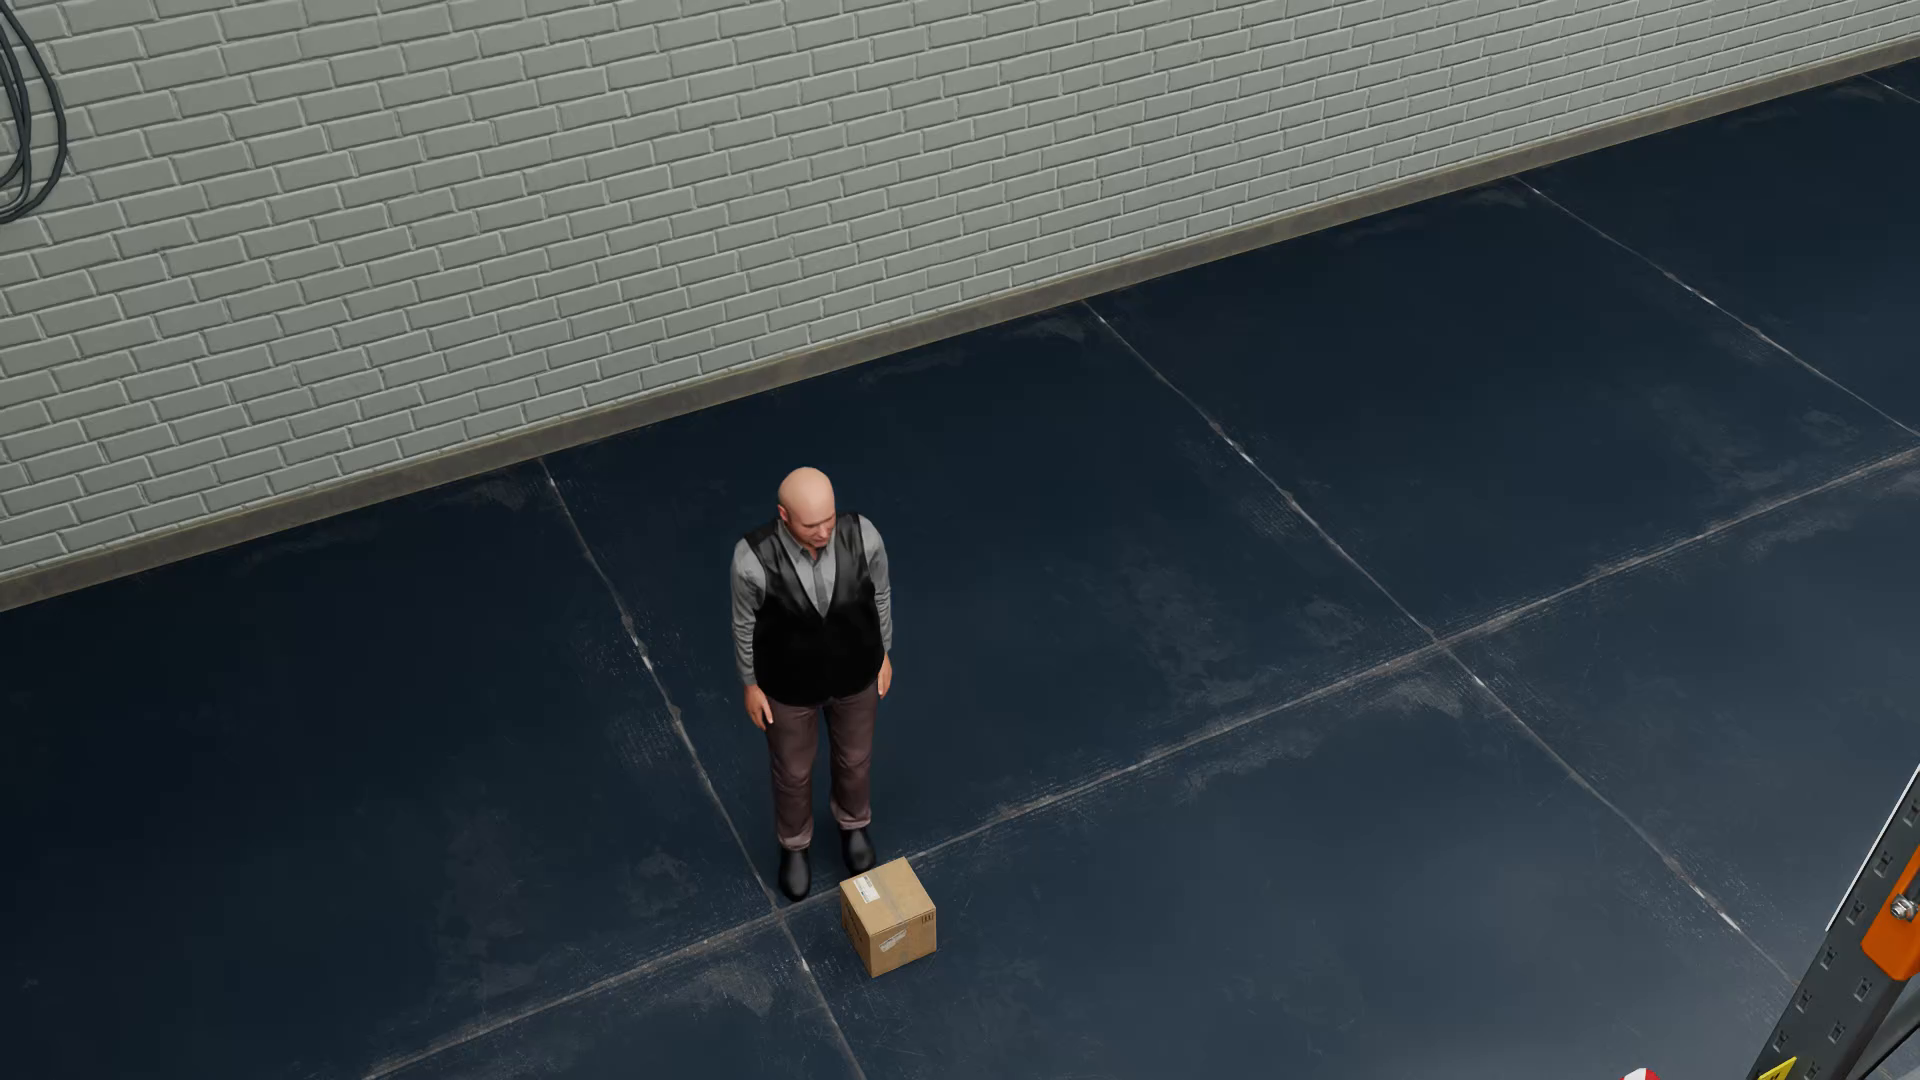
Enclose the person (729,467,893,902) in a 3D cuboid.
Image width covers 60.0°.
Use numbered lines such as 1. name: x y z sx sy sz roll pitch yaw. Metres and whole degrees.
1. person: -0.465 0.483 5.611 0.548 1.744 0.413 -13 43 -15
